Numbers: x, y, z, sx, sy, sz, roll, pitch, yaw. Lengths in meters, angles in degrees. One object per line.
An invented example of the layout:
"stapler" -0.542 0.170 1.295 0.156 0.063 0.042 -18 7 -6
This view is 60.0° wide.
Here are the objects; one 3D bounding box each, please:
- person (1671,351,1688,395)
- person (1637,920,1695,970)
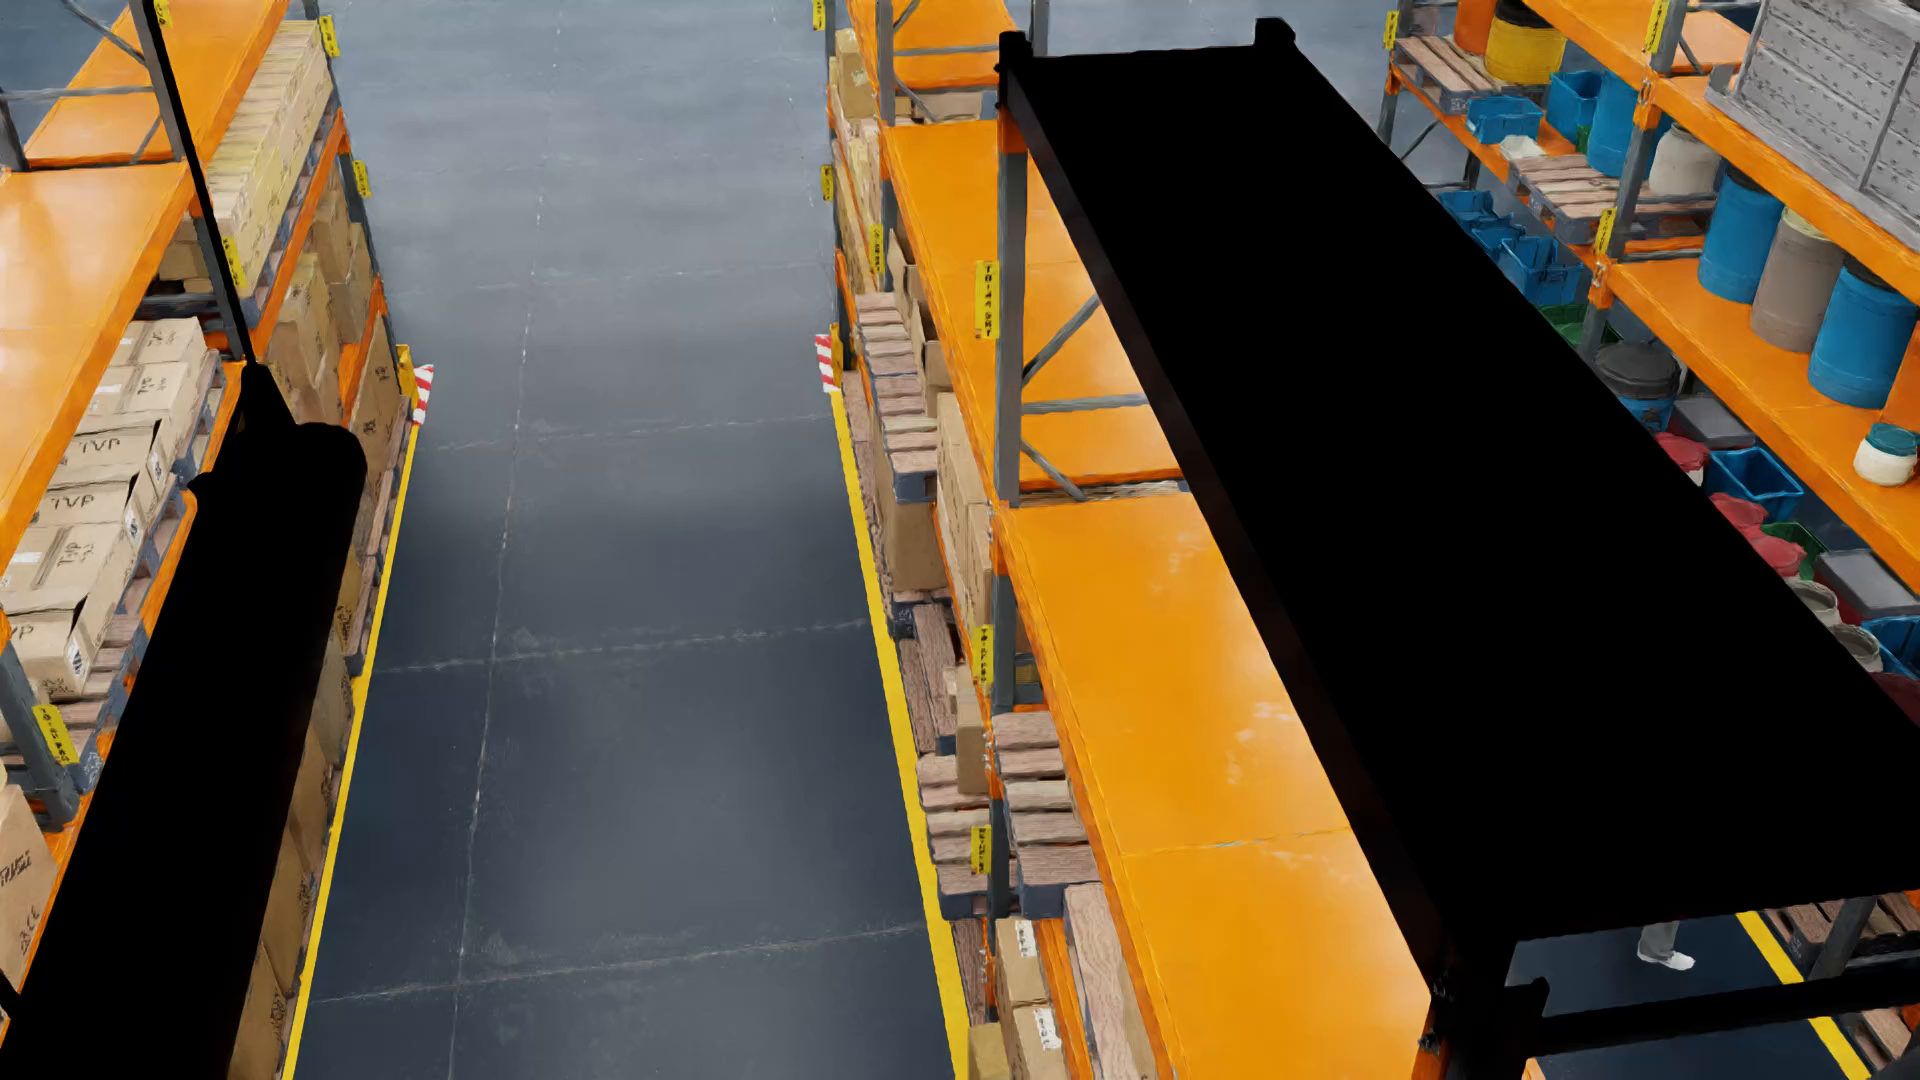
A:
"person" 6.689 -1.871 14.559 0.701 1.693 0.857 -16 39 -20
"person" 4.000 1.688 9.273 0.576 1.658 0.564 15 39 19
